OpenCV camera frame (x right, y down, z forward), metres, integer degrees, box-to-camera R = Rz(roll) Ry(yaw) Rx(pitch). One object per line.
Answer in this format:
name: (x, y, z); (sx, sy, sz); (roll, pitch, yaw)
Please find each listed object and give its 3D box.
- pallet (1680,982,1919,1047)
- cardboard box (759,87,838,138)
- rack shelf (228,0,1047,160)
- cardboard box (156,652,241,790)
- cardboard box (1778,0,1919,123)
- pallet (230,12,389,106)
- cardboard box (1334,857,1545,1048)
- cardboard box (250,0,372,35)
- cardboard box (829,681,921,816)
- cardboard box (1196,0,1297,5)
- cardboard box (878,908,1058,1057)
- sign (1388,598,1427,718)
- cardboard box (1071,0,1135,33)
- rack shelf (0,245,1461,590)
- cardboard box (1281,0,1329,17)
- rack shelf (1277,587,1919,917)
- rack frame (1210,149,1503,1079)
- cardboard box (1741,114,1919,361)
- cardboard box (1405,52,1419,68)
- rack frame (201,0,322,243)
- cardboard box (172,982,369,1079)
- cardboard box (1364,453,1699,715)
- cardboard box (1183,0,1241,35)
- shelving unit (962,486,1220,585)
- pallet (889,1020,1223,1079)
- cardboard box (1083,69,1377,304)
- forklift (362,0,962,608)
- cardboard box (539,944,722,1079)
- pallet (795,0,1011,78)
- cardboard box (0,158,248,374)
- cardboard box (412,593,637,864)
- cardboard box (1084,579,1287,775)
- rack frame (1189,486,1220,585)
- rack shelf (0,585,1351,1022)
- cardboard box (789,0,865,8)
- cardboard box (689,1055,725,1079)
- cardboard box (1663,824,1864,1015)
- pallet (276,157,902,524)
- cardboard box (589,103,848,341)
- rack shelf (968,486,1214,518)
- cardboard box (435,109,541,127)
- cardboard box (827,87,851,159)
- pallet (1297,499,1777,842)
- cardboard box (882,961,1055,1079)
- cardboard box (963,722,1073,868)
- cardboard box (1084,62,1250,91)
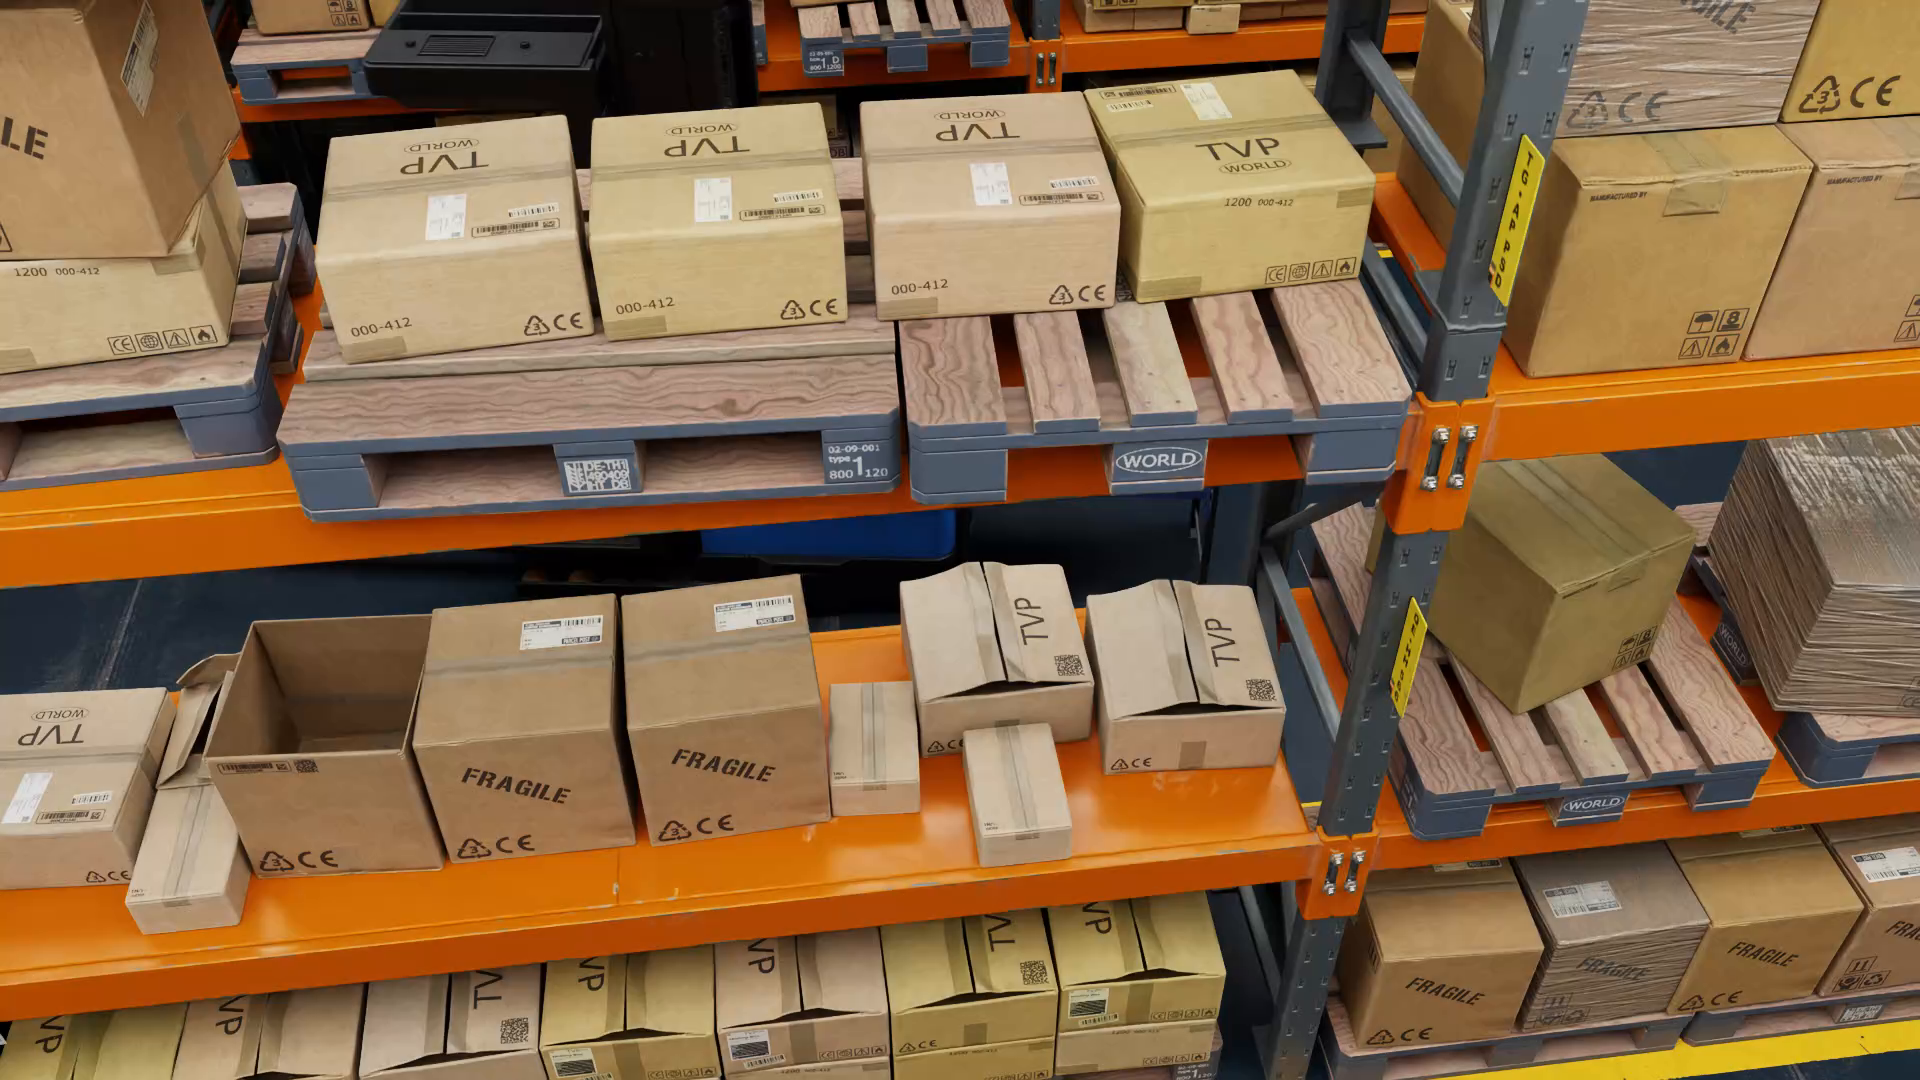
pallet: (2.964, 1.243, 5.930); (1.213, 0.211, 1.003); (-5, 42, -6)
cardboard box: (-0.915, -2.347, 8.806); (0.500, 0.250, 0.500); (-4, 42, -5)
rack shelf: (-1.618, -2.498, 8.532); (4.000, 0.370, 1.077); (-5, 42, -6)
cardboard box: (-2.107, 0.550, 4.717); (0.258, 0.266, 0.396); (-6, 42, -7)
cardboard box: (1.950, -1.250, 3.550); (0.500, 0.500, 0.500); (-5, 42, -6)
pallet: (-2.824, -2.490, 8.129); (1.213, 0.211, 1.003); (-5, 42, -6)
cardboard box: (1.500, 1.266, 5.360); (0.500, 0.500, 0.500); (-3, 42, -4)
cardboard box: (-3.092, -2.814, 7.942); (0.500, 0.500, 0.700); (-5, 42, -5)
cardboard box: (-0.246, 0.592, 4.757); (0.250, 0.149, 0.380); (-2, 42, -2)
cardboard box: (1.401, -3.005, 8.246); (0.500, 0.500, 0.500); (-4, 42, -4)
cardboard box: (0.009, 1.266, 5.143); (0.500, 0.311, 0.500); (-6, 42, -6)
sign: (1.087, 0.289, 4.041); (0.005, 0.325, 0.100); (-5, 42, -6)
cardboard box: (0.722, -2.728, 8.422); (0.250, 0.149, 0.380); (-6, 42, -6)
rack shelf: (-0.972, -0.322, 3.880); (4.000, 0.370, 1.077); (-5, 42, -6)
cardboard box: (1.737, -2.843, 8.550); (0.250, 0.149, 0.380); (-4, 42, -5)
rack shelf: (2.994, 0.444, 5.270); (4.000, 0.370, 1.077); (-5, 42, -6)
rack frame: (1.011, 0.351, 4.837); (0.127, 3.000, 1.000); (-5, 42, -6)
cardboard box: (1.945, -0.905, 3.915); (0.500, 0.500, 0.910); (-5, 42, -6)
cardboard box: (2.823, -2.422, 9.202); (0.750, 0.750, 0.750); (-4, 42, -4)
rack frame: (-3.601, -2.591, 8.099); (0.127, 3.000, 1.000); (-5, 42, -6)
cardboard box: (-2.016, 1.444, 4.945); (0.500, 0.311, 0.500); (-5, 42, -6)
cardboard box: (1.621, 0.028, 4.806); (0.500, 0.500, 0.700); (-19, 45, -20)
cardboard box: (1.247, -2.711, 8.403); (0.250, 0.149, 0.380); (-4, 42, -4)
shelving unit: (0.540, -0.477, 6.875); (1.048, 1.500, 0.538); (1, 42, 1)
pallet: (0.190, 1.432, 5.720); (1.213, 0.211, 1.003); (-5, 42, -6)
cardboard box: (0.569, -0.787, 3.657); (0.500, 0.250, 0.500); (-8, 43, -9)
forklift: (-1.507, -1.153, 6.556); (3.031, 2.935, 1.130); (1, 42, 1)
cardboard box: (-0.989, 1.350, 5.049); (0.500, 0.311, 0.500); (-4, 42, -4)
pallet: (-0.327, -2.735, 8.401); (1.003, 0.211, 1.213); (-5, 42, -6)
cardboard box: (-1.798, -0.613, 3.464); (0.500, 0.250, 0.500); (-9, 43, -10)
cardboard box: (-1.172, 0.516, 4.579); (0.500, 0.500, 0.500); (-5, 42, -5)
cardboard box: (0.645, 0.386, 4.864); (0.500, 0.311, 0.500); (-3, 42, -3)
rack frame: (1.048, -0.466, 6.862); (0.032, 1.500, 0.500); (1, 42, 1)
rack shelf: (-0.972, 0.792, 4.885); (4.000, 0.370, 1.077); (-5, 42, -6)
cardboard box: (-0.650, -3.025, 8.177); (0.500, 0.500, 0.700); (-9, 43, -10)
cardboard box: (-0.998, 1.559, 5.237); (0.500, 0.250, 0.500); (-4, 42, -5)
cardboard box: (2.516, 1.176, 5.459); (0.500, 0.500, 0.500); (-6, 42, -6)
pallet: (-0.758, -0.476, 3.654); (1.213, 0.211, 1.003); (-3, 42, -4)
cardboard box: (-0.517, -0.687, 3.546); (0.500, 0.250, 0.500); (-6, 42, -6)
rack shelf: (0.540, -0.344, 6.995); (1.000, 0.185, 0.538); (1, 42, 1)
cardboard box: (-2.437, -2.221, 8.665); (0.500, 0.250, 0.500); (-6, 42, -6)
cardboard box: (-0.868, -2.109, 9.102); (0.500, 0.500, 0.700); (-5, 42, -6)
pallet: (1.674, 0.316, 5.018); (1.003, 0.211, 1.213); (-5, 42, -6)
cardboard box: (0.011, 1.471, 5.335); (0.500, 0.250, 0.500); (-5, 42, -6)
cardboard box: (0.155, 0.706, 4.631); (0.250, 0.149, 0.380); (-5, 42, -6)
cardboard box: (1.112, -2.273, 9.037); (0.750, 0.750, 0.750); (-6, 42, -6)
